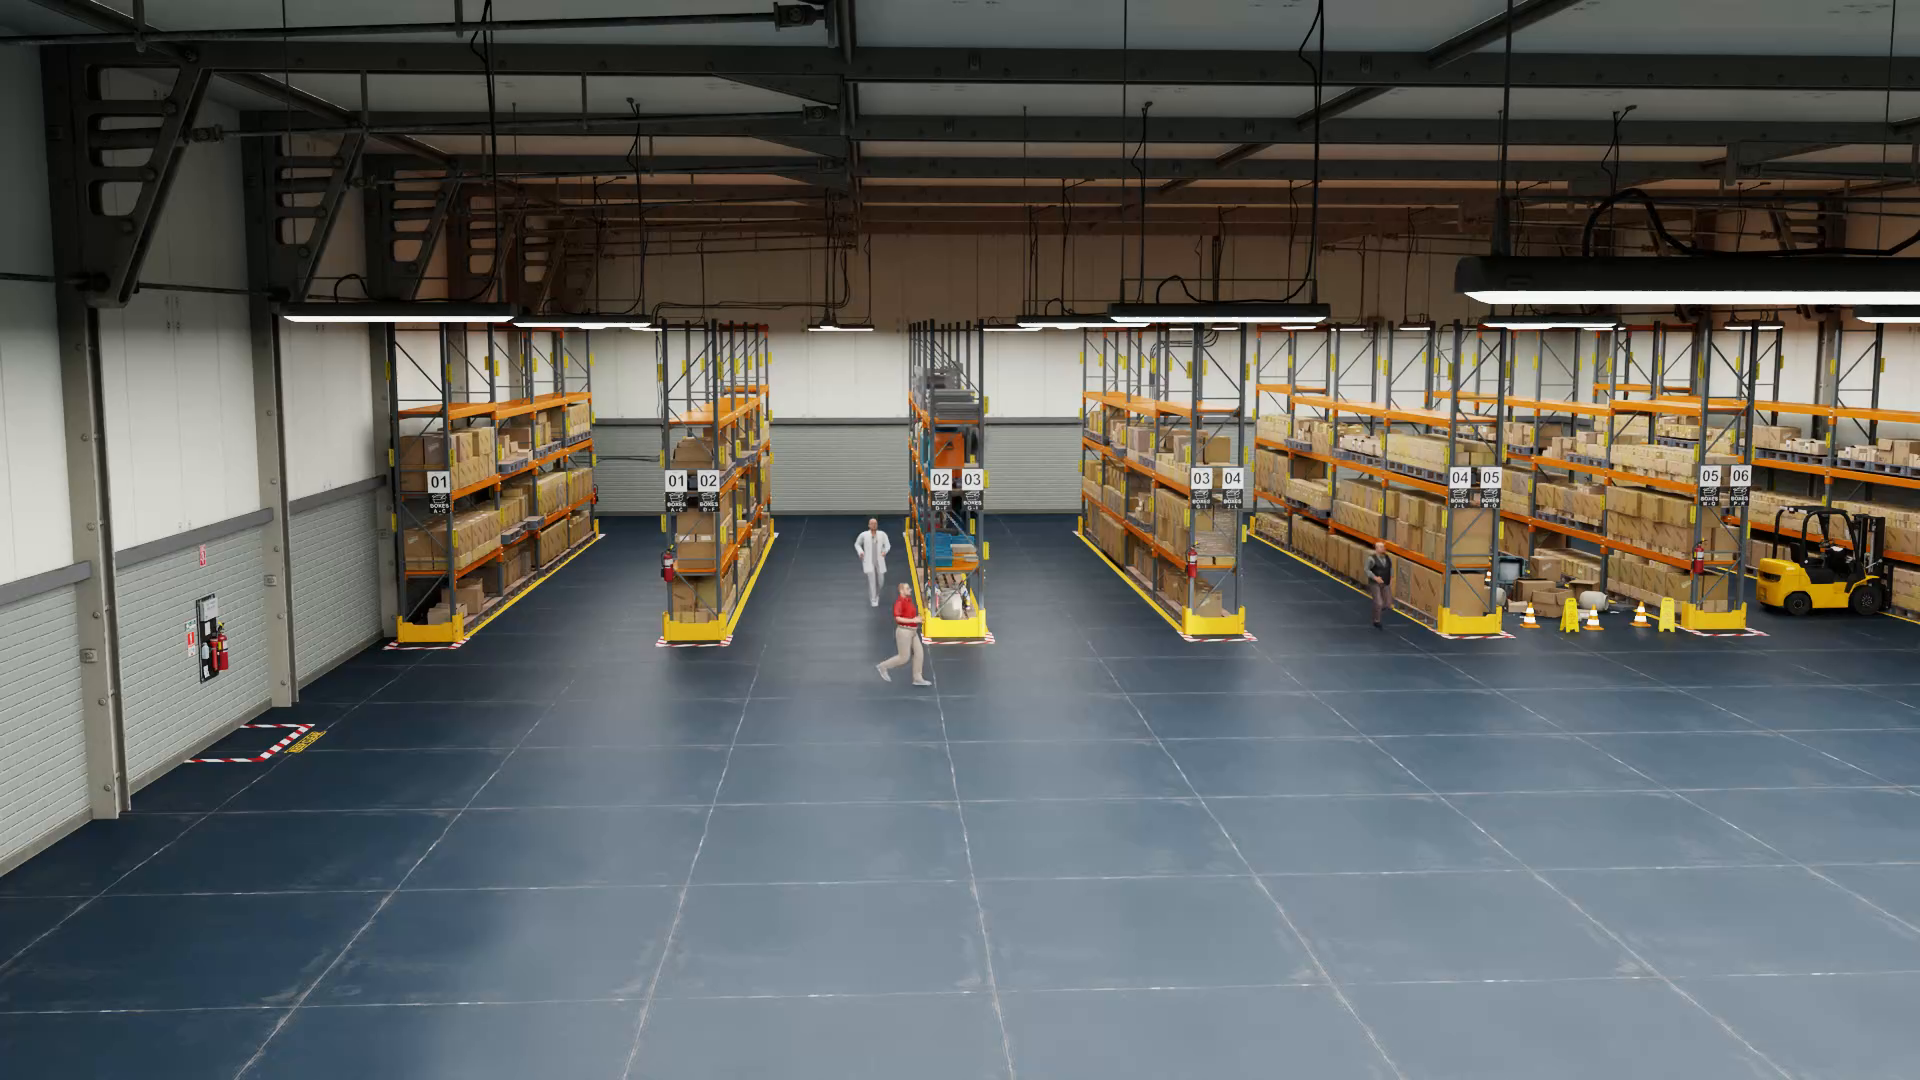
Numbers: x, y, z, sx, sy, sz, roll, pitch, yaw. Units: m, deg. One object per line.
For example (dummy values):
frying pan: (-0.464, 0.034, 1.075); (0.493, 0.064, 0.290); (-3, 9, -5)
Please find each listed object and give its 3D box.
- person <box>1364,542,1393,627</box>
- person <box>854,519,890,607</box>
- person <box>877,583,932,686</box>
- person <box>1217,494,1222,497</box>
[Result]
person: (8.220, 0.868, 32.564); (0.687, 1.672, 0.600); (-2, 7, -17)
person: (-1.743, 0.457, 33.406); (0.715, 1.736, 0.755); (-1, 7, -12)
person: (-0.900, 1.533, 27.118); (0.897, 1.695, 0.675); (2, 7, 16)
person: (7.538, -1.024, 48.012); (0.630, 1.701, 0.725); (3, 8, 21)
